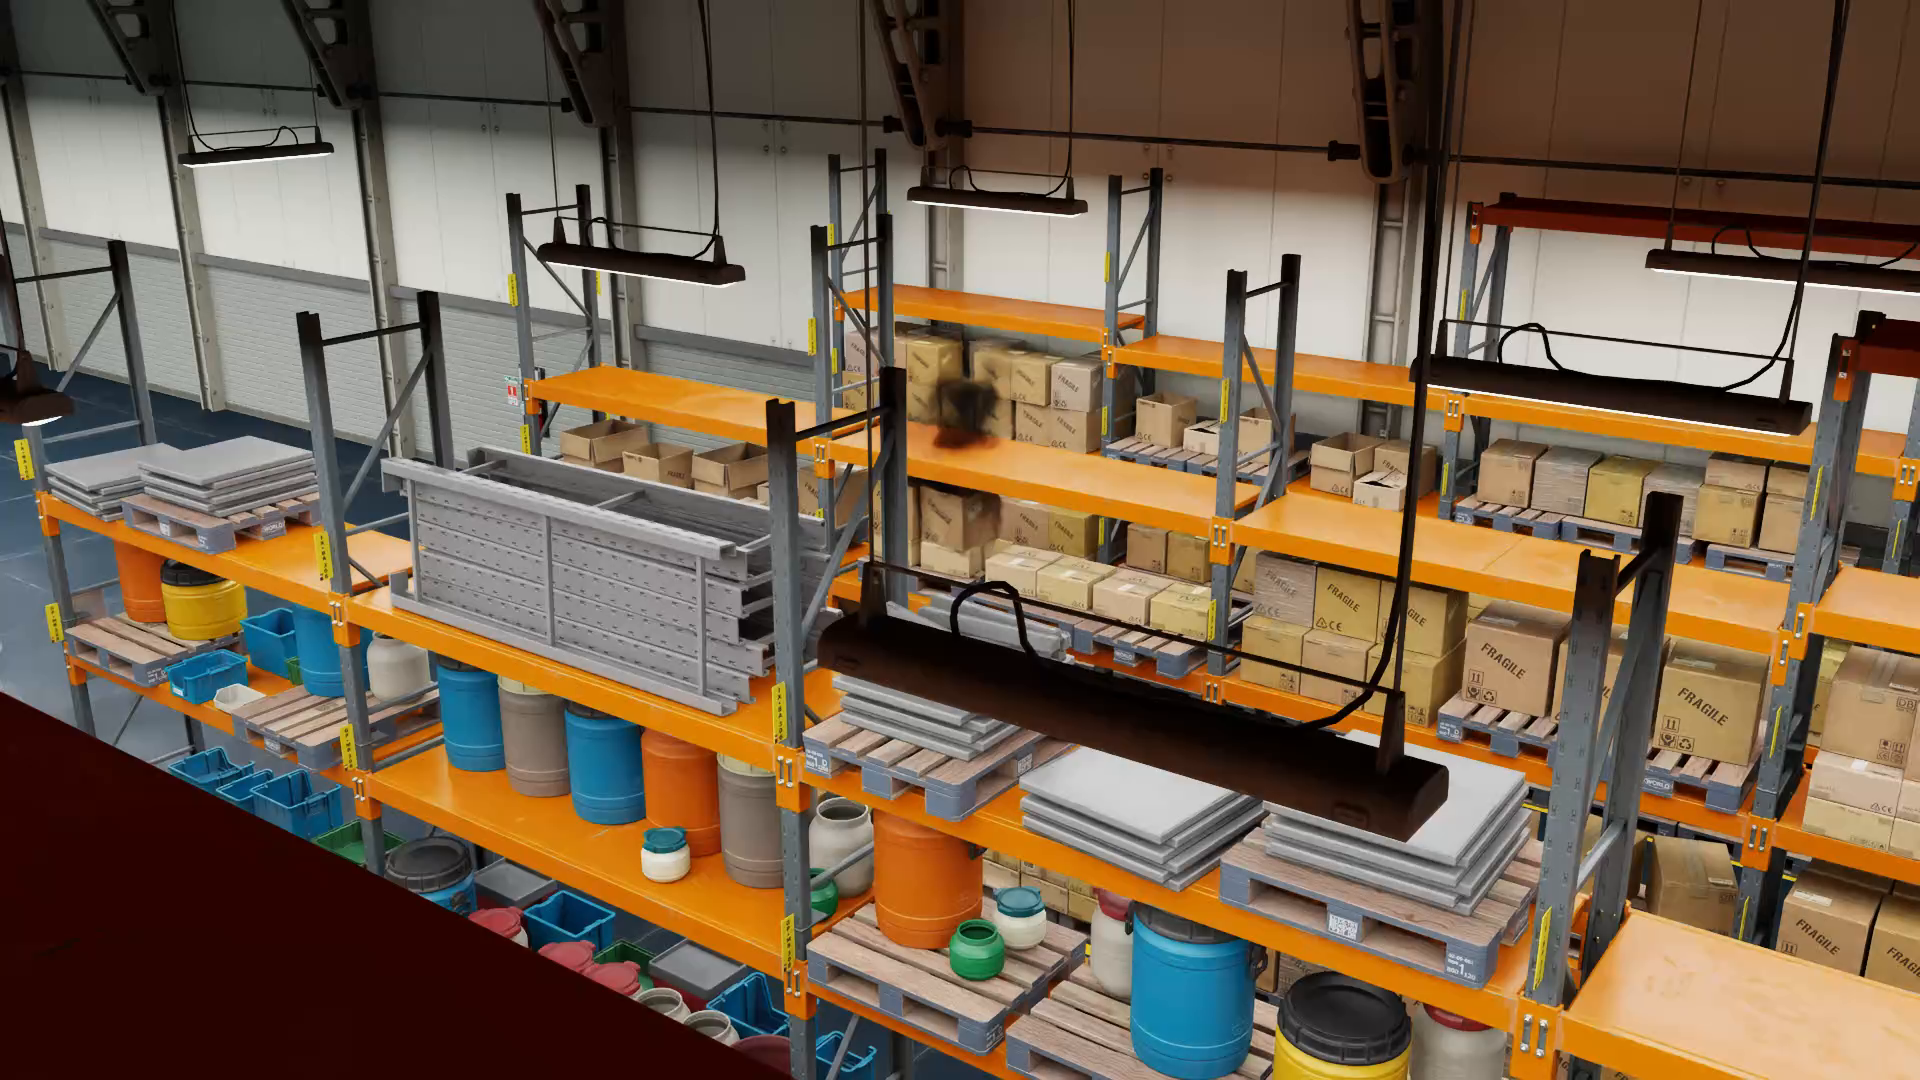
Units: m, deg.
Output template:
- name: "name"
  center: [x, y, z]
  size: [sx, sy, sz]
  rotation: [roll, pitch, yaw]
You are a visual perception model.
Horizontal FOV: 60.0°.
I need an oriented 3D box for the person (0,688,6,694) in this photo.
- name: "person"
  center: [-11.212, 1.278, 18.490]
  size: [0.938, 1.823, 0.696]
  rotation: [-8, 20, -24]
